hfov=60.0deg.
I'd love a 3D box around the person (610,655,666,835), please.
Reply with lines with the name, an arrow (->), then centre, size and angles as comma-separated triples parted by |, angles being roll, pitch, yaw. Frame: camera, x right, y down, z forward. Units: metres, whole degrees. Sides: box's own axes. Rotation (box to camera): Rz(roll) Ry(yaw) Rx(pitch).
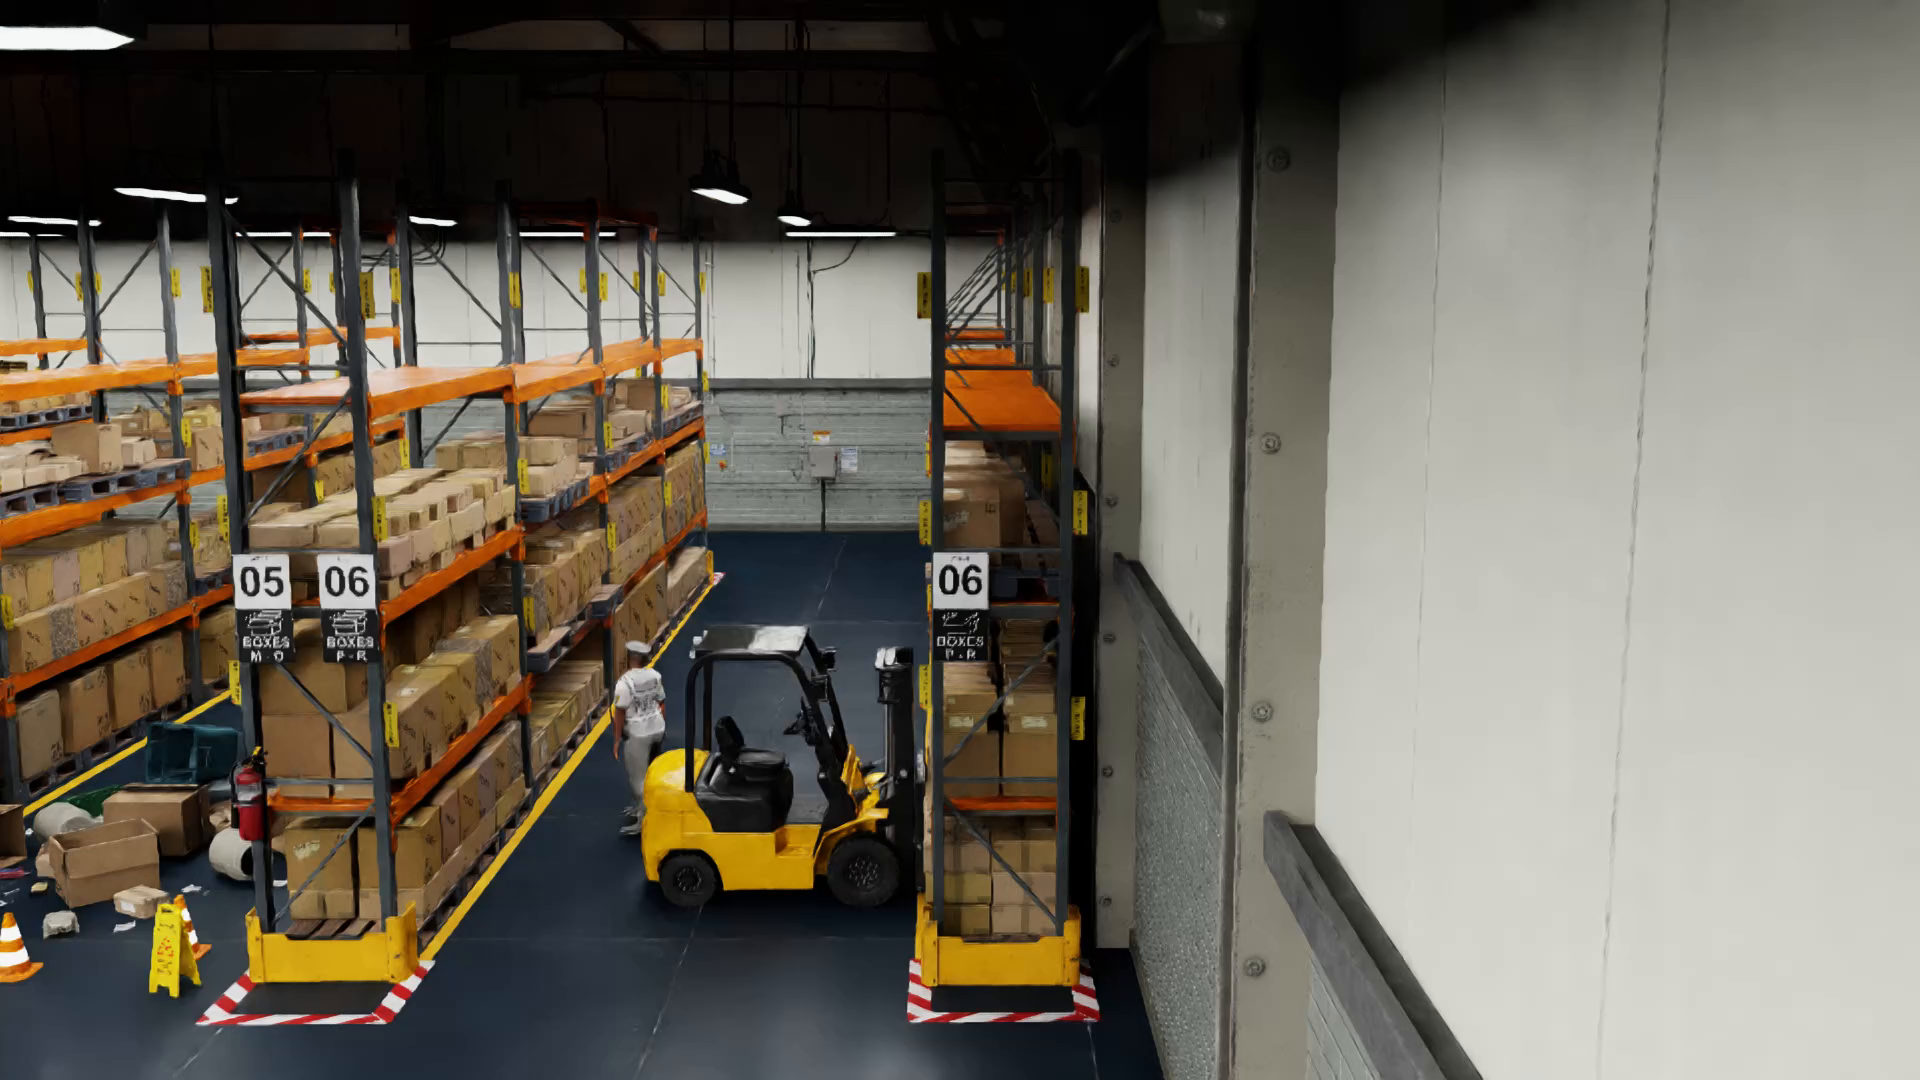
person -> -3.022, 1.828, 15.569 | 0.586, 1.723, 0.654 | 6, 11, 31
